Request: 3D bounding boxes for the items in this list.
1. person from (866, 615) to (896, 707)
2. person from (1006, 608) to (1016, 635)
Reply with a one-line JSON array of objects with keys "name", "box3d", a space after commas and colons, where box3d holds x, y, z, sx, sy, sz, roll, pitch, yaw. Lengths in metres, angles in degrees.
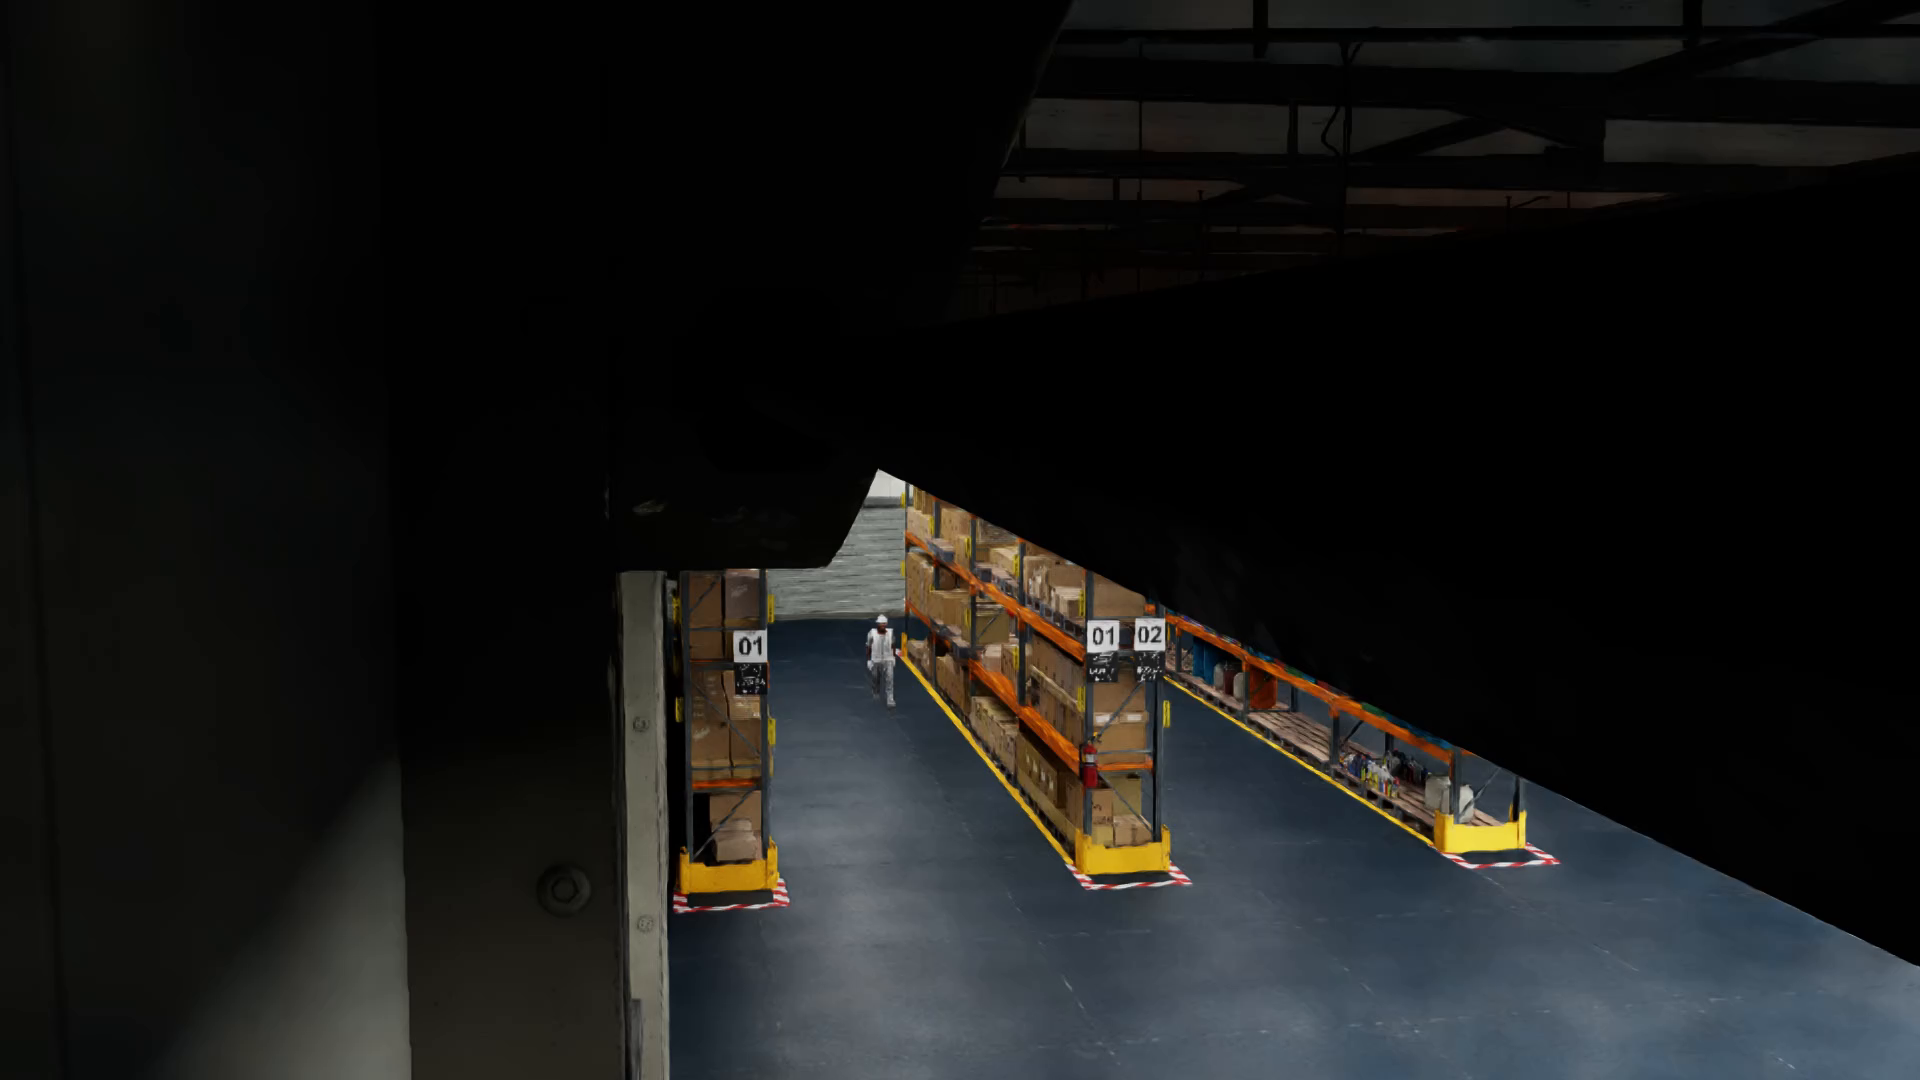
[{"name": "person", "box3d": [-1.473, 2.237, 31.186, 0.566, 1.706, 1.122, -1, 6, -8]}, {"name": "person", "box3d": [0.990, 1.755, 36.158, 0.682, 1.676, 0.529, -1, 6, -12]}]
